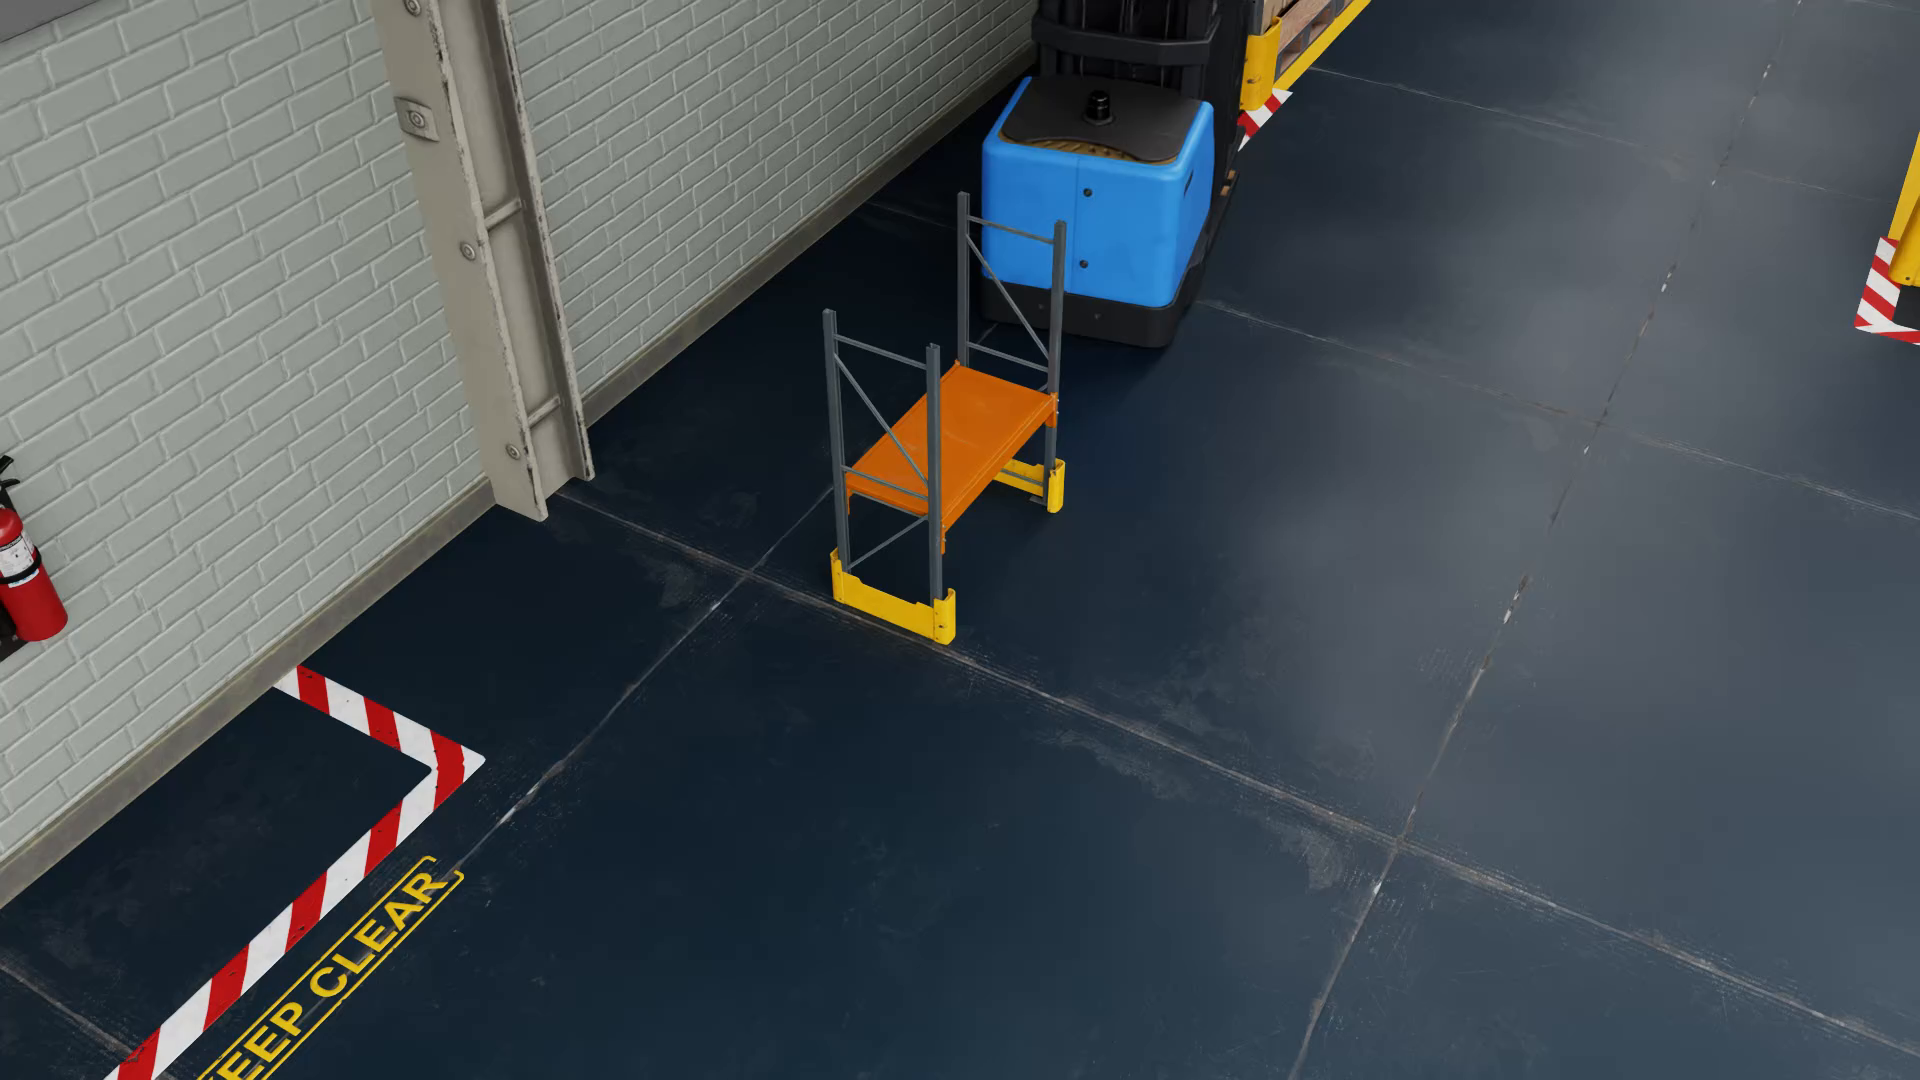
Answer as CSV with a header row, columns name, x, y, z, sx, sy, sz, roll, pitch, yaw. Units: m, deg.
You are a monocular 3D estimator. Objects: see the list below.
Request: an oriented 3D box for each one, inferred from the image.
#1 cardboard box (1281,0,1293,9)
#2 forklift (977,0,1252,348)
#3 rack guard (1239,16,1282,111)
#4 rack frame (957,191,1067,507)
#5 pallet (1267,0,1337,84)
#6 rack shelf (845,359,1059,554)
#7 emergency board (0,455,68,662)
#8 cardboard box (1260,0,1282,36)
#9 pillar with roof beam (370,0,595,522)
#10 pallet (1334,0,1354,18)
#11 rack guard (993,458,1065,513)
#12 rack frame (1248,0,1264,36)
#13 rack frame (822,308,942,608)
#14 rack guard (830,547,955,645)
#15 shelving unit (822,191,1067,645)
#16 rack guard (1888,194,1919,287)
name,x,y,z,sx,sy,sz,roll,pitch,yaw
cardboard box,2.147,-3.968,11.503,0.500,0.311,0.500,25,47,25
forklift,1.026,-3.078,8.843,1.130,2.935,3.031,12,43,13
rack guard,1.475,-3.225,10.849,1.175,0.500,0.348,21,45,22
rack frame,0.212,-0.805,7.345,0.500,1.500,0.032,21,45,22
pallet,1.912,-3.569,11.459,1.003,0.211,1.213,21,45,22
rack shelf,-0.043,-0.379,7.133,0.538,0.185,1.000,21,45,22
emergency board,-3.234,0.029,5.263,0.194,1.169,0.643,21,45,22
cardboard box,1.861,-3.641,11.132,0.500,0.311,0.500,16,44,17
pillar with roof beam,1.763,-2.200,3.255,9.100,9.000,0.400,21,45,22
pallet,2.524,-4.265,12.249,1.003,0.211,1.213,21,45,22
rack guard,0.211,-0.335,7.757,0.587,0.250,0.087,21,45,22
rack frame,1.437,-4.119,9.973,1.000,3.000,0.127,21,45,22
rack frame,-0.297,-0.223,6.684,0.500,1.500,0.032,21,45,22
rack guard,-0.287,0.235,7.110,0.587,0.250,0.087,21,45,22
shelving unit,-0.038,-0.519,7.020,0.587,1.500,1.083,21,45,22
rack guard,5.716,-1.531,8.926,1.175,0.500,0.348,21,45,22
